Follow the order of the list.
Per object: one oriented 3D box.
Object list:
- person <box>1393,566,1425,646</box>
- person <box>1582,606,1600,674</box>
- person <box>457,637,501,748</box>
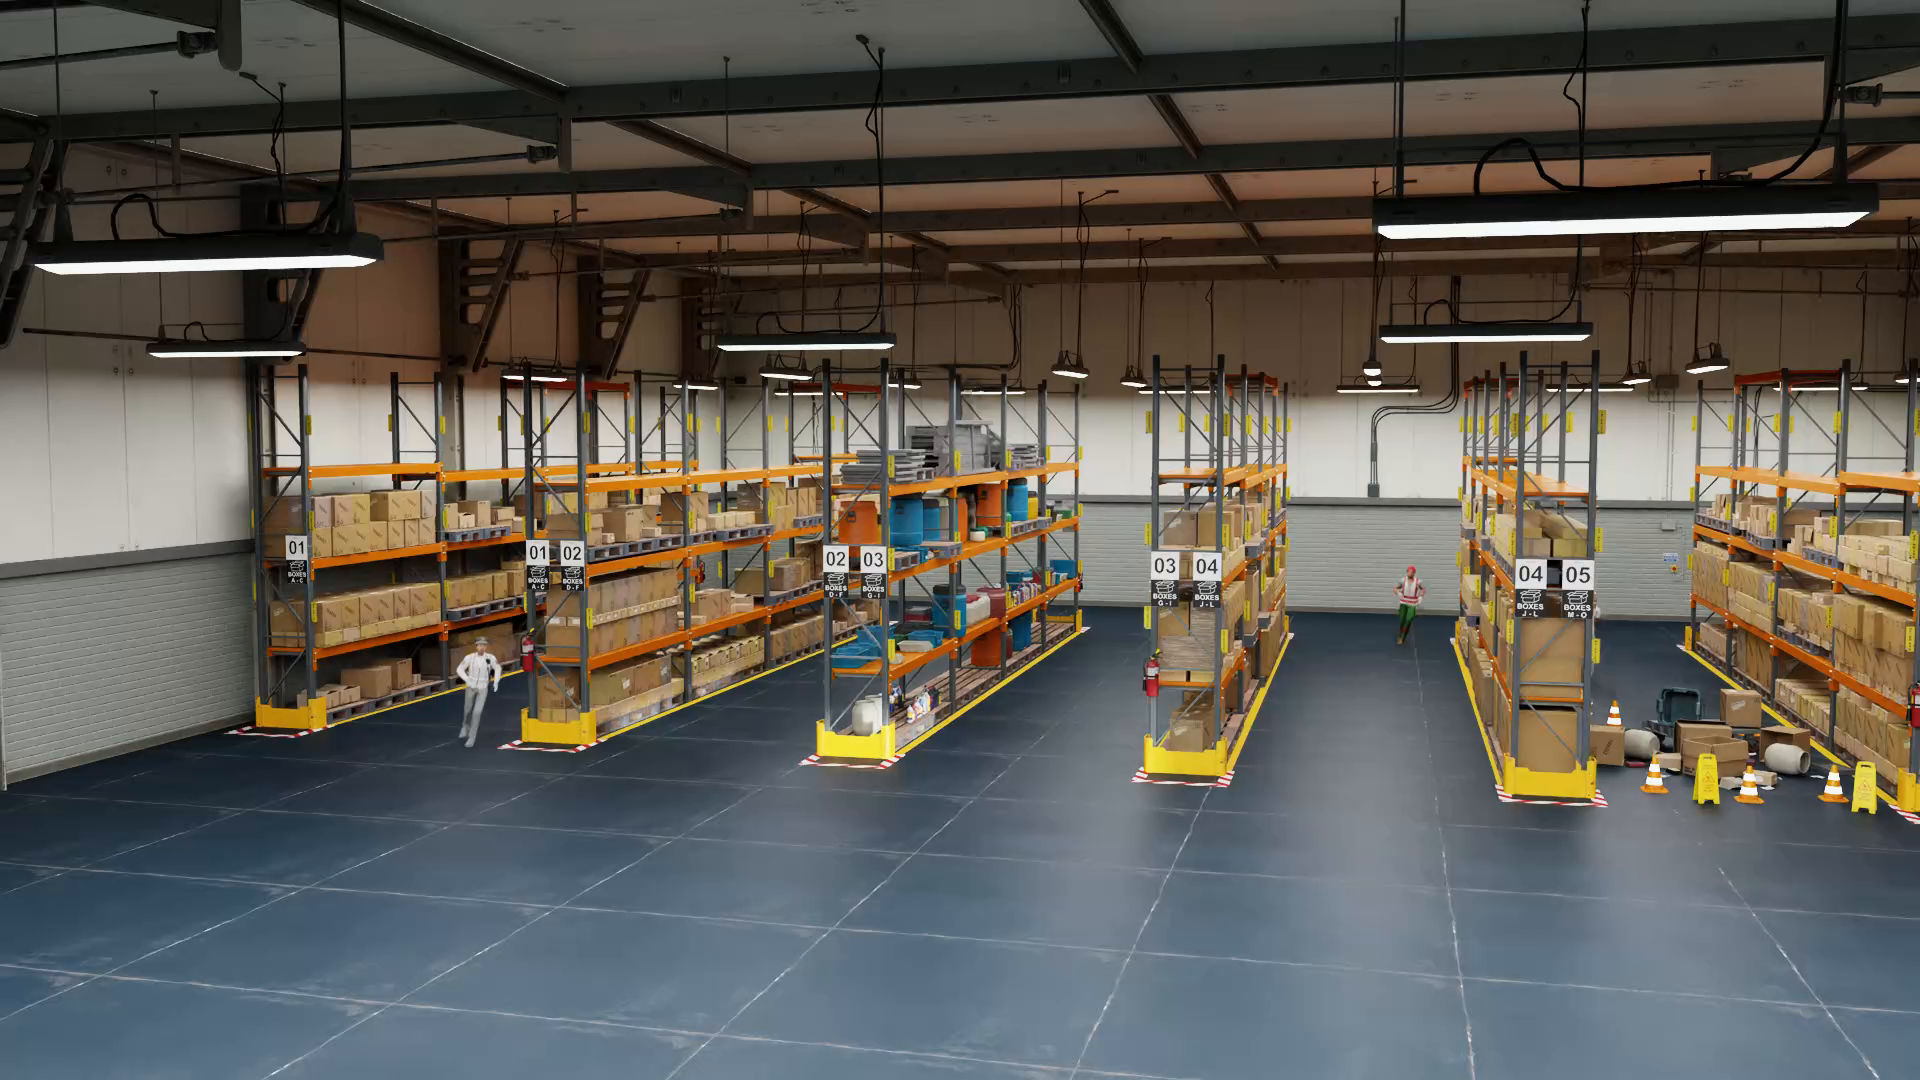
[{"bbox_3d":[10.232,1.483,37.954,0.687,1.796,0.896,2,4,24],"label":"person"},{"bbox_3d":[12.535,1.865,33.333,0.549,1.668,0.700,1,4,9],"label":"person"},{"bbox_3d":[-7.585,2.353,26.181,0.678,1.681,0.907,-1,4,-11],"label":"person"}]
